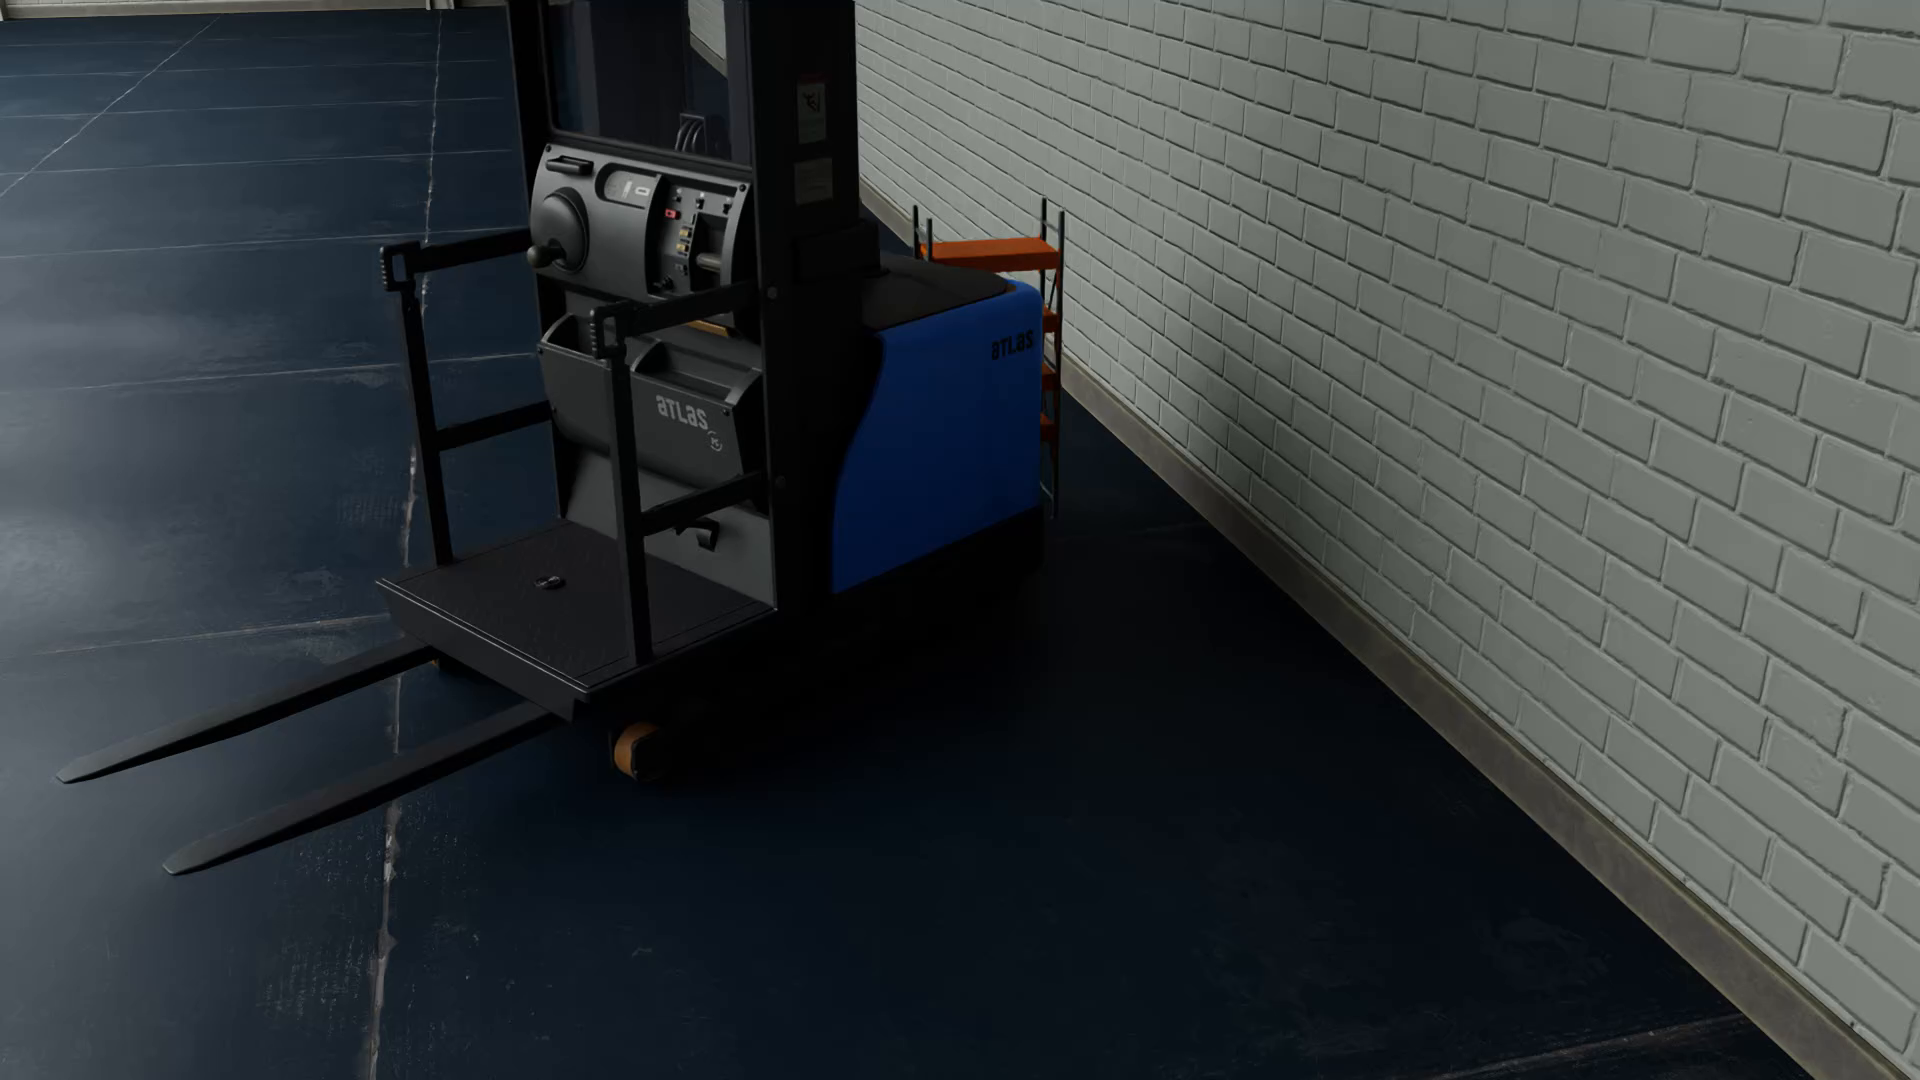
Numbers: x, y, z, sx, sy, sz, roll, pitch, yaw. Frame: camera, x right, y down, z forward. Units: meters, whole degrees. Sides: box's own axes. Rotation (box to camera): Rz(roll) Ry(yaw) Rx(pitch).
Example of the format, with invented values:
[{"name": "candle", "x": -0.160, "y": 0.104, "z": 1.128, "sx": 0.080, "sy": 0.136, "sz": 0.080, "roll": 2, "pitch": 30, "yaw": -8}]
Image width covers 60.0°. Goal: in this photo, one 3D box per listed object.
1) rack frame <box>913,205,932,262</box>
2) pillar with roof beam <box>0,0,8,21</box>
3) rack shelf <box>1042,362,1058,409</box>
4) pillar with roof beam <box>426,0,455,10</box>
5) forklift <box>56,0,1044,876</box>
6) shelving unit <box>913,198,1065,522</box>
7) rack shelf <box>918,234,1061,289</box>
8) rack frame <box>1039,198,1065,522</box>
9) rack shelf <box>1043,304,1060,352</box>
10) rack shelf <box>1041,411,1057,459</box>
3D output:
[{"name": "rack frame", "x": -0.135, "y": -0.620, "z": 6.174, "sx": 0.015, "sy": 1.200, "sz": 0.240, "roll": -6, "pitch": 24, "yaw": -13}, {"name": "pillar with roof beam", "x": -12.273, "y": -9.707, "z": 17.460, "sx": 0.400, "sy": 9.000, "sz": 9.100, "roll": -6, "pitch": 24, "yaw": -14}, {"name": "rack shelf", "x": 0.102, "y": -0.582, "z": 6.256, "sx": 0.480, "sy": 0.148, "sz": 0.258, "roll": -6, "pitch": 24, "yaw": -13}, {"name": "pillar with roof beam", "x": -6.496, "y": -10.346, "z": 18.949, "sx": 0.400, "sy": 9.000, "sz": 9.100, "roll": -6, "pitch": 24, "yaw": -14}, {"name": "forklift", "x": -1.068, "y": -0.894, "z": 4.617, "sx": 1.130, "sy": 2.935, "sz": 3.031, "roll": 20, "pitch": 30, "yaw": 38}, {"name": "shelving unit", "x": 0.102, "y": -0.644, "z": 6.230, "sx": 0.503, "sy": 1.200, "sz": 0.258, "roll": -6, "pitch": 24, "yaw": -13}, {"name": "rack shelf", "x": 0.102, "y": -1.005, "z": 6.075, "sx": 0.480, "sy": 0.148, "sz": 0.258, "roll": -6, "pitch": 24, "yaw": -13}, {"name": "rack frame", "x": 0.338, "y": -0.668, "z": 6.286, "sx": 0.015, "sy": 1.200, "sz": 0.240, "roll": -6, "pitch": 24, "yaw": -13}, {"name": "rack shelf", "x": 0.102, "y": -0.788, "z": 6.168, "sx": 0.480, "sy": 0.148, "sz": 0.258, "roll": -6, "pitch": 24, "yaw": -13}, {"name": "rack shelf", "x": 0.102, "y": -0.400, "z": 6.334, "sx": 0.480, "sy": 0.148, "sz": 0.258, "roll": -6, "pitch": 24, "yaw": -13}]
